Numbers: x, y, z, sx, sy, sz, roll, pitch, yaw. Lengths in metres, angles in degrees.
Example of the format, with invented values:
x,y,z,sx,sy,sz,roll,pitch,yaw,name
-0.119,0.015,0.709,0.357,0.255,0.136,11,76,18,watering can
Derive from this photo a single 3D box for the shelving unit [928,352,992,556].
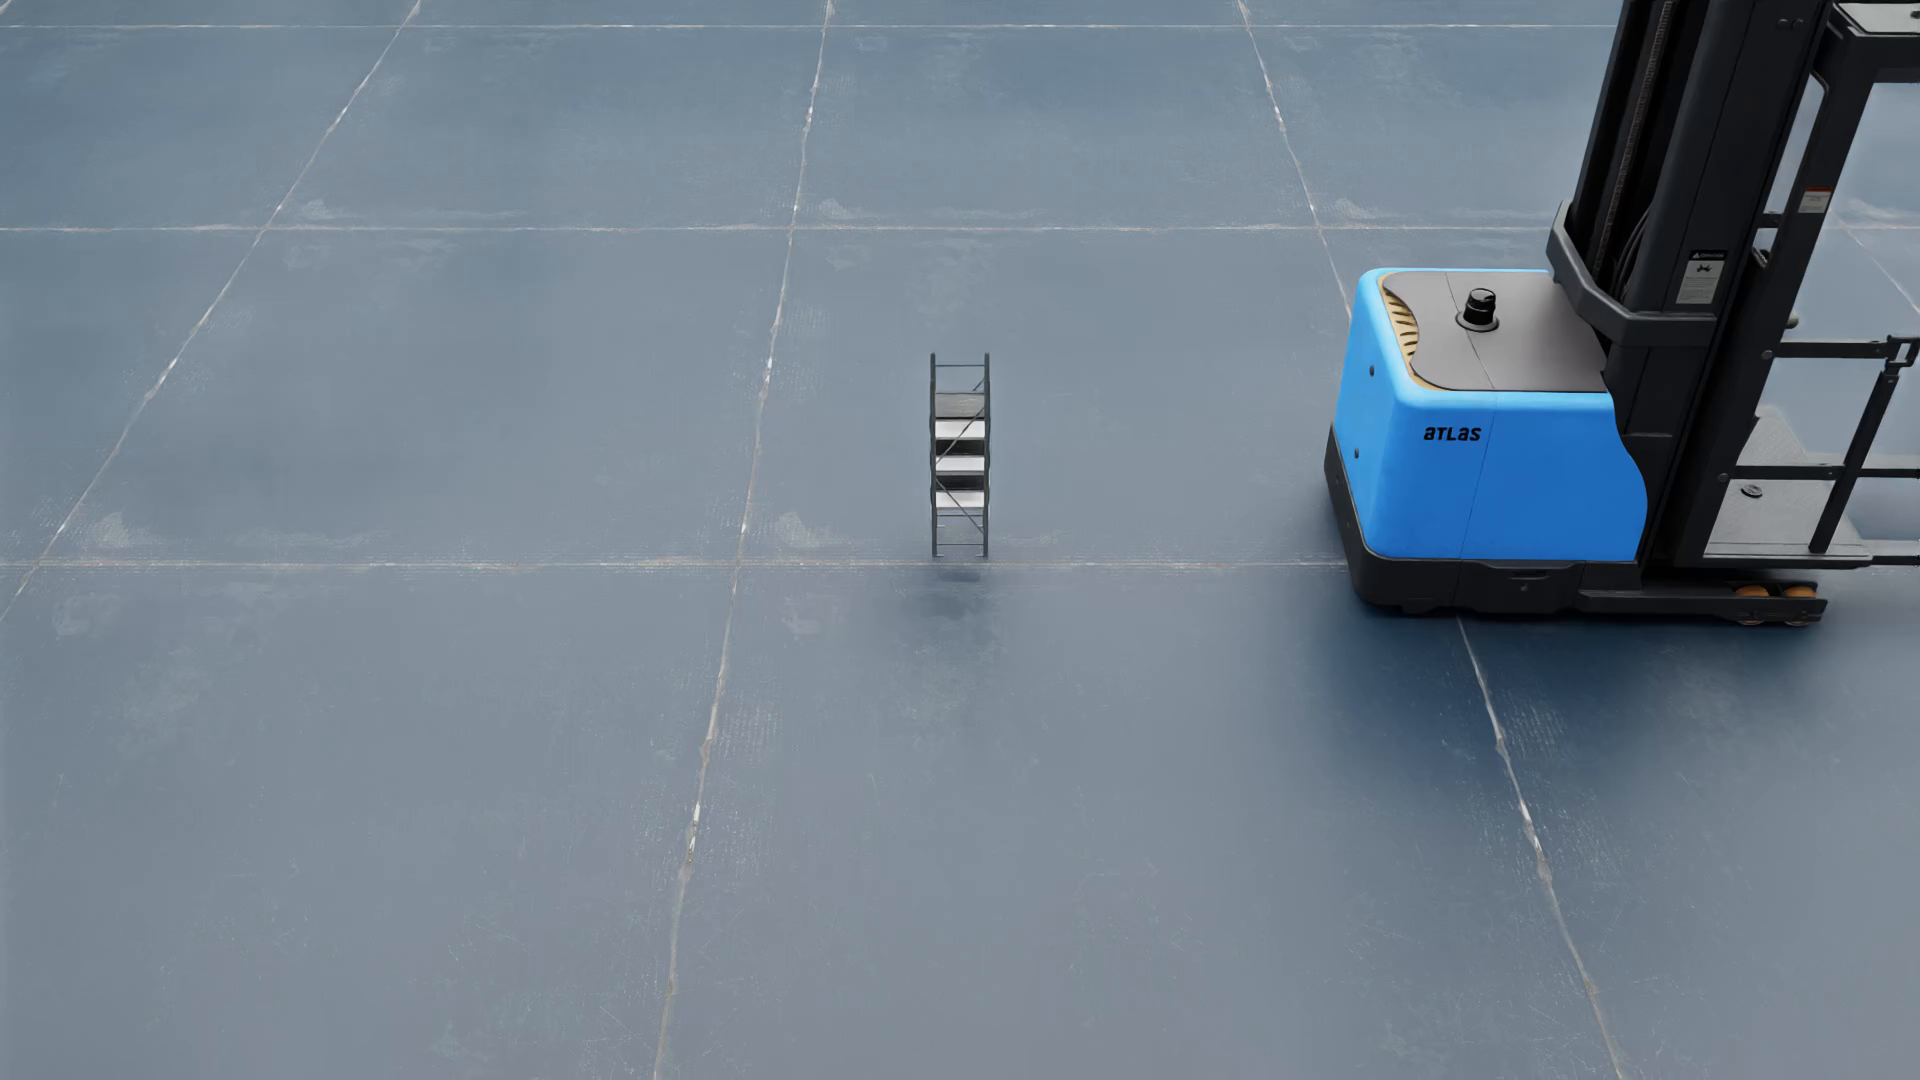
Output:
x,y,z,sx,sy,sz,roll,pitch,yaw,name
0.000,-0.346,6.962,0.258,0.900,0.210,0,39,0,shelving unit

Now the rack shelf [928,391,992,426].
x,y,z,sx,sy,sz,roll,pitch,yaw,name
0.000,-0.531,6.814,0.258,0.077,0.200,0,39,0,rack shelf

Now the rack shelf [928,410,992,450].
x,y,z,sx,sy,sz,roll,pitch,yaw,name
0.000,-0.461,6.871,0.258,0.077,0.200,0,39,0,rack shelf

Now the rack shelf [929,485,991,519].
x,y,z,sx,sy,sz,roll,pitch,yaw,name
0.000,-0.180,7.096,0.258,0.077,0.200,0,39,0,rack shelf

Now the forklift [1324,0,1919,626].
x,y,z,sx,sy,sz,roll,pitch,yaw,name
3.155,-1.130,6.317,3.031,2.935,1.130,1,39,1,forklift

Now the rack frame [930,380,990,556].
x,y,z,sx,sy,sz,roll,pitch,yaw,name
0.000,-0.282,6.883,0.240,0.900,0.006,0,39,0,rack frame

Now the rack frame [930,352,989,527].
x,y,z,sx,sy,sz,roll,pitch,yaw,name
0.000,-0.410,7.042,0.240,0.900,0.006,0,39,0,rack frame

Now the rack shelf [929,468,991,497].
x,y,z,sx,sy,sz,roll,pitch,yaw,name
0.000,-0.250,7.039,0.258,0.077,0.200,0,39,0,rack shelf

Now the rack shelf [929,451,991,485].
x,y,z,sx,sy,sz,roll,pitch,yaw,name
0.000,-0.320,6.983,0.258,0.077,0.200,0,39,0,rack shelf

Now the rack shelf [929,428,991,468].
x,y,z,sx,sy,sz,roll,pitch,yaw,name
0.000,-0.390,6.927,0.258,0.077,0.200,0,39,0,rack shelf
